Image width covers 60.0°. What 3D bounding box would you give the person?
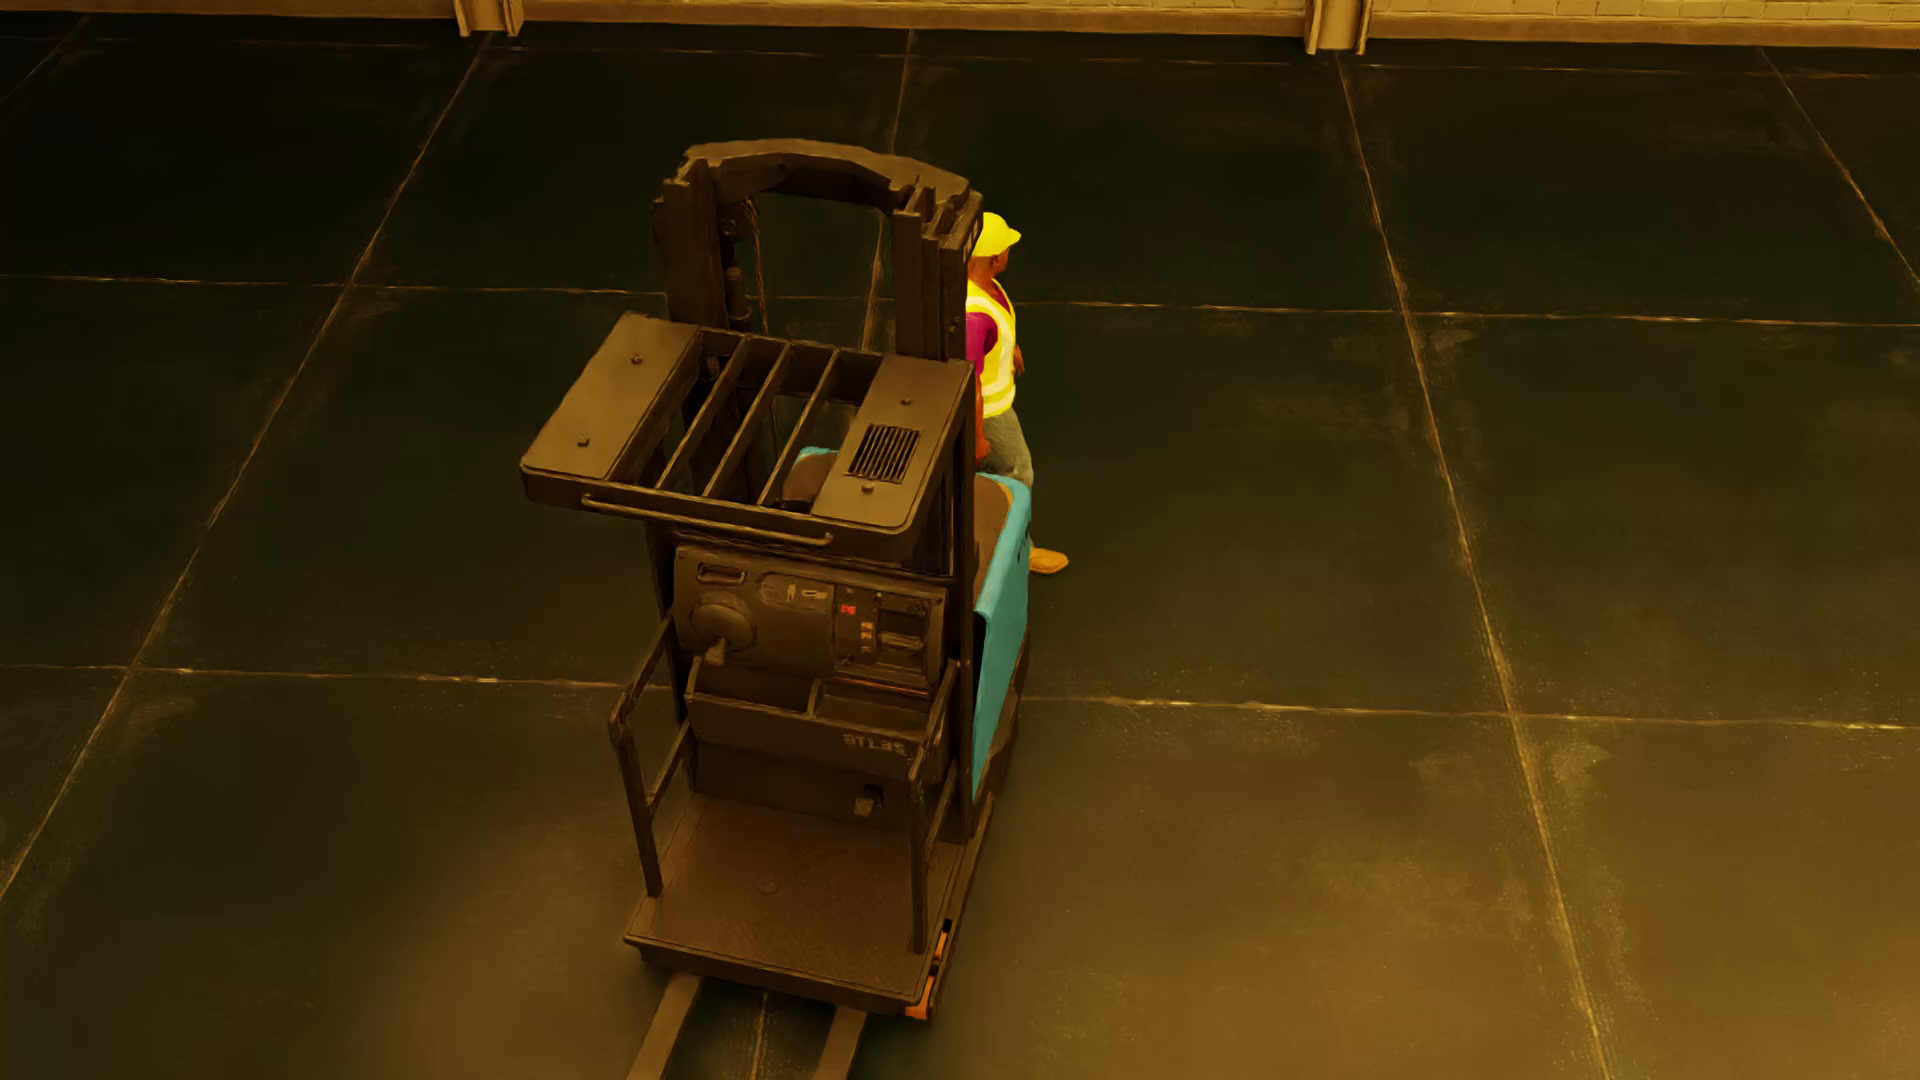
[{"bbox_3d":[0.187,-0.655,7.347,0.596,1.754,0.723,-3,42,-4],"label":"person"}]

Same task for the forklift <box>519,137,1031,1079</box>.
[{"bbox_3d":[-0.554,0.357,5.352,1.130,2.935,3.031,9,43,10],"label":"forklift"}]
